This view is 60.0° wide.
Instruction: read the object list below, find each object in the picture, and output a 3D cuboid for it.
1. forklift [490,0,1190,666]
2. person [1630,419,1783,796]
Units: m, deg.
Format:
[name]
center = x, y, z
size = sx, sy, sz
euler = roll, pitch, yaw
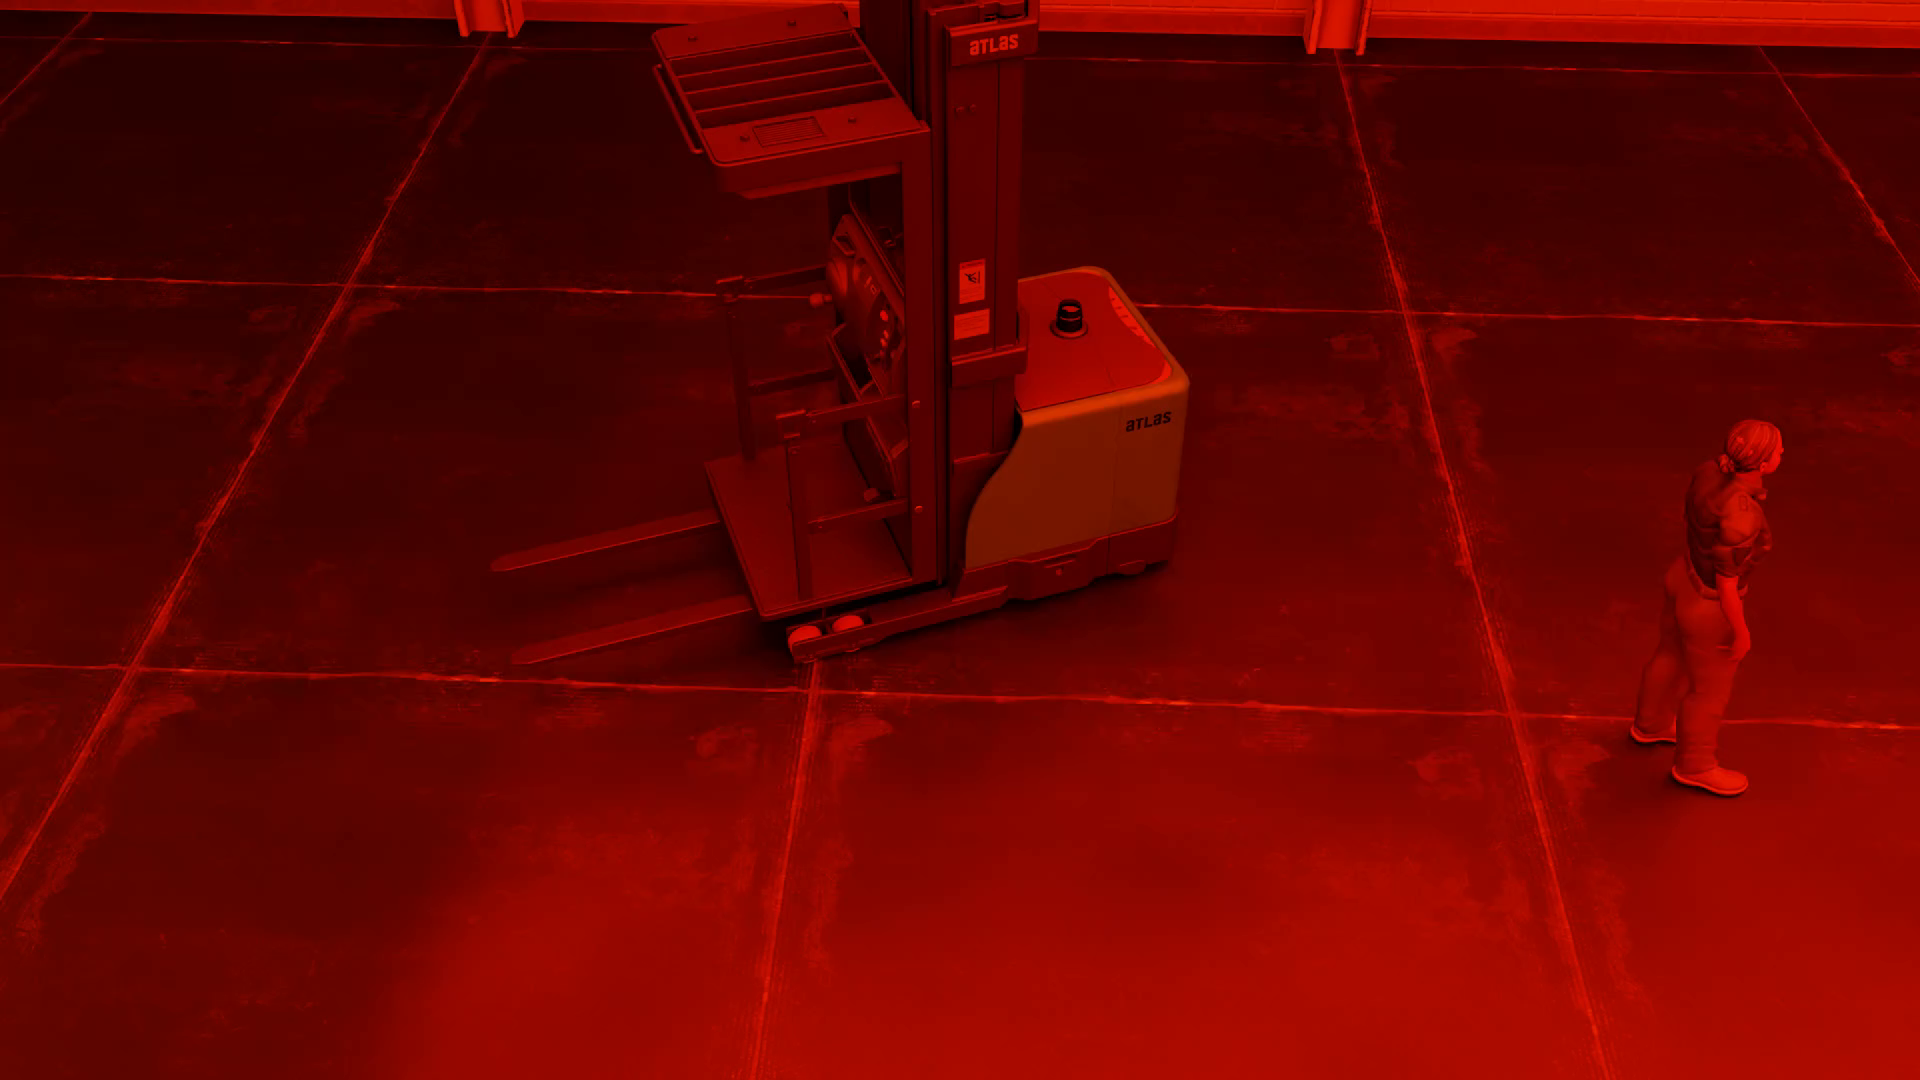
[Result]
[forklift]
center = -0.573, -0.945, 6.778
size = 3.031, 2.935, 1.130
euler = -13, 44, -14
[person]
center = 2.967, 0.242, 6.421
size = 0.504, 1.643, 0.569
euler = 1, 42, 1
